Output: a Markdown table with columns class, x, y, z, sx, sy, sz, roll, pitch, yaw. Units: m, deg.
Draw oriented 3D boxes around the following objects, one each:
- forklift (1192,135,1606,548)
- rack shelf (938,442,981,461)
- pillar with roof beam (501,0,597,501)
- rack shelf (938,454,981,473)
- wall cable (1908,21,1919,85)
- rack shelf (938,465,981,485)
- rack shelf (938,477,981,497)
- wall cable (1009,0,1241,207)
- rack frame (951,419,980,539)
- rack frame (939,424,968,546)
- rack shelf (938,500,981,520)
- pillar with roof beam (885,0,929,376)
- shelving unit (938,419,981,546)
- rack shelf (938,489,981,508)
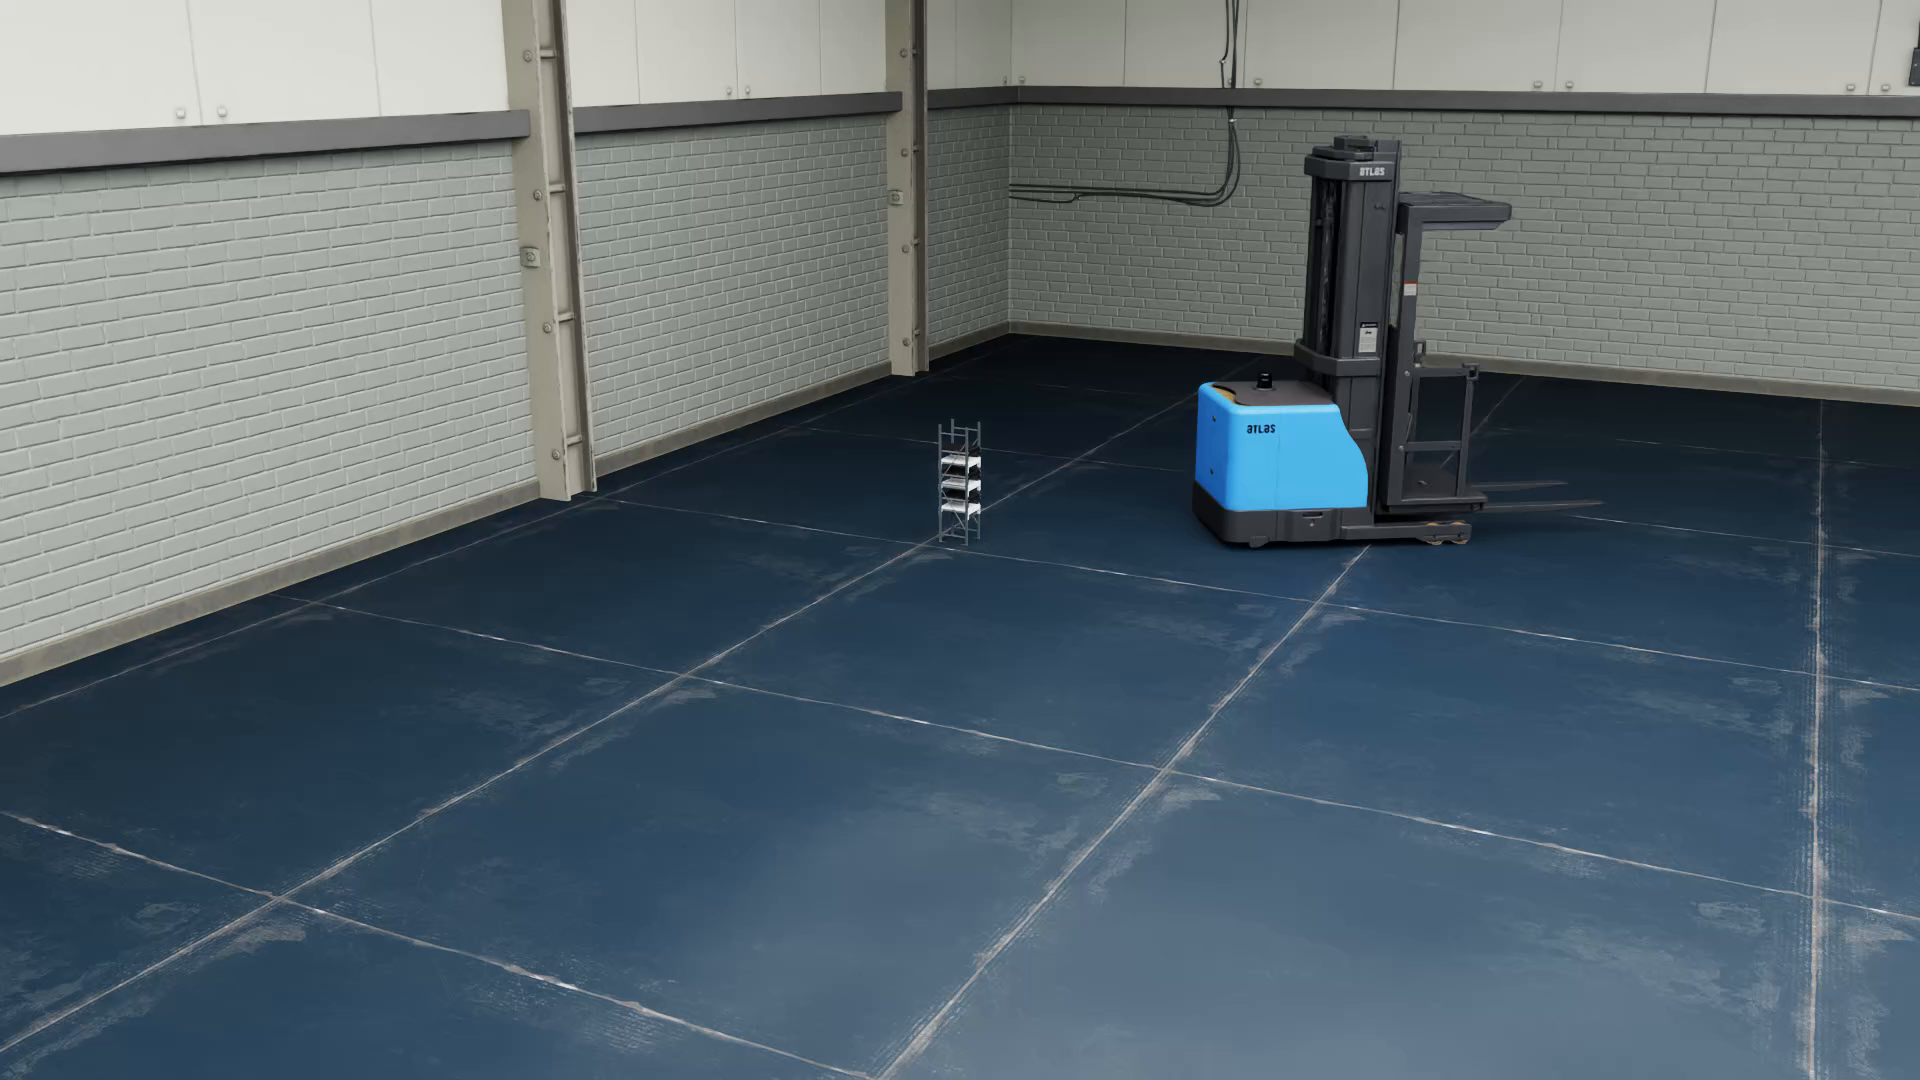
| class | x | y | z | sx | sy | sz | roll | pitch | yaw |
| --- | --- | --- | --- | --- | --- | --- | --- | --- | --- |
| forklift | 3.384 | -1.513 | 12.471 | 3.031 | 2.935 | 1.130 | -2 | 17 | -7 |
| rack shelf | -0.004 | -0.656 | 12.322 | 0.258 | 0.077 | 0.200 | 8 | 18 | 25 |
| pillar with roof beam | 0.590 | -4.152 | 10.699 | 9.100 | 9.000 | 0.400 | 8 | 18 | 25 |
| rack shelf | -0.004 | -0.570 | 12.348 | 0.258 | 0.077 | 0.200 | 8 | 18 | 25 |
| wall cable | 10.405 | -7.229 | 15.084 | 2.305 | 6.003 | 0.169 | 8 | 18 | 25 |
| rack shelf | -0.004 | -0.484 | 12.373 | 0.258 | 0.077 | 0.200 | 8 | 18 | 25 |
| rack shelf | -0.004 | -0.397 | 12.399 | 0.258 | 0.077 | 0.200 | 8 | 18 | 25 |
| wall cable | 1.919 | -5.322 | 20.090 | 3.097 | 2.526 | 0.112 | 8 | 18 | 25 |
| rack frame | 0.042 | -0.455 | 12.476 | 0.240 | 0.900 | 0.006 | 8 | 18 | 25 |
| rack frame | -0.049 | -0.403 | 12.302 | 0.240 | 0.900 | 0.006 | 8 | 18 | 25 |
| rack shelf | -0.004 | -0.225 | 12.450 | 0.258 | 0.077 | 0.200 | 8 | 18 | 25 |
| pillar with roof beam | 3.271 | -5.680 | 15.844 | 9.100 | 9.000 | 0.400 | 8 | 18 | 25 |
| shelving unit | -0.004 | -0.429 | 12.389 | 0.258 | 0.900 | 0.210 | 8 | 18 | 25 |
| rack shelf | -0.004 | -0.311 | 12.424 | 0.258 | 0.077 | 0.200 | 8 | 18 | 25 |
